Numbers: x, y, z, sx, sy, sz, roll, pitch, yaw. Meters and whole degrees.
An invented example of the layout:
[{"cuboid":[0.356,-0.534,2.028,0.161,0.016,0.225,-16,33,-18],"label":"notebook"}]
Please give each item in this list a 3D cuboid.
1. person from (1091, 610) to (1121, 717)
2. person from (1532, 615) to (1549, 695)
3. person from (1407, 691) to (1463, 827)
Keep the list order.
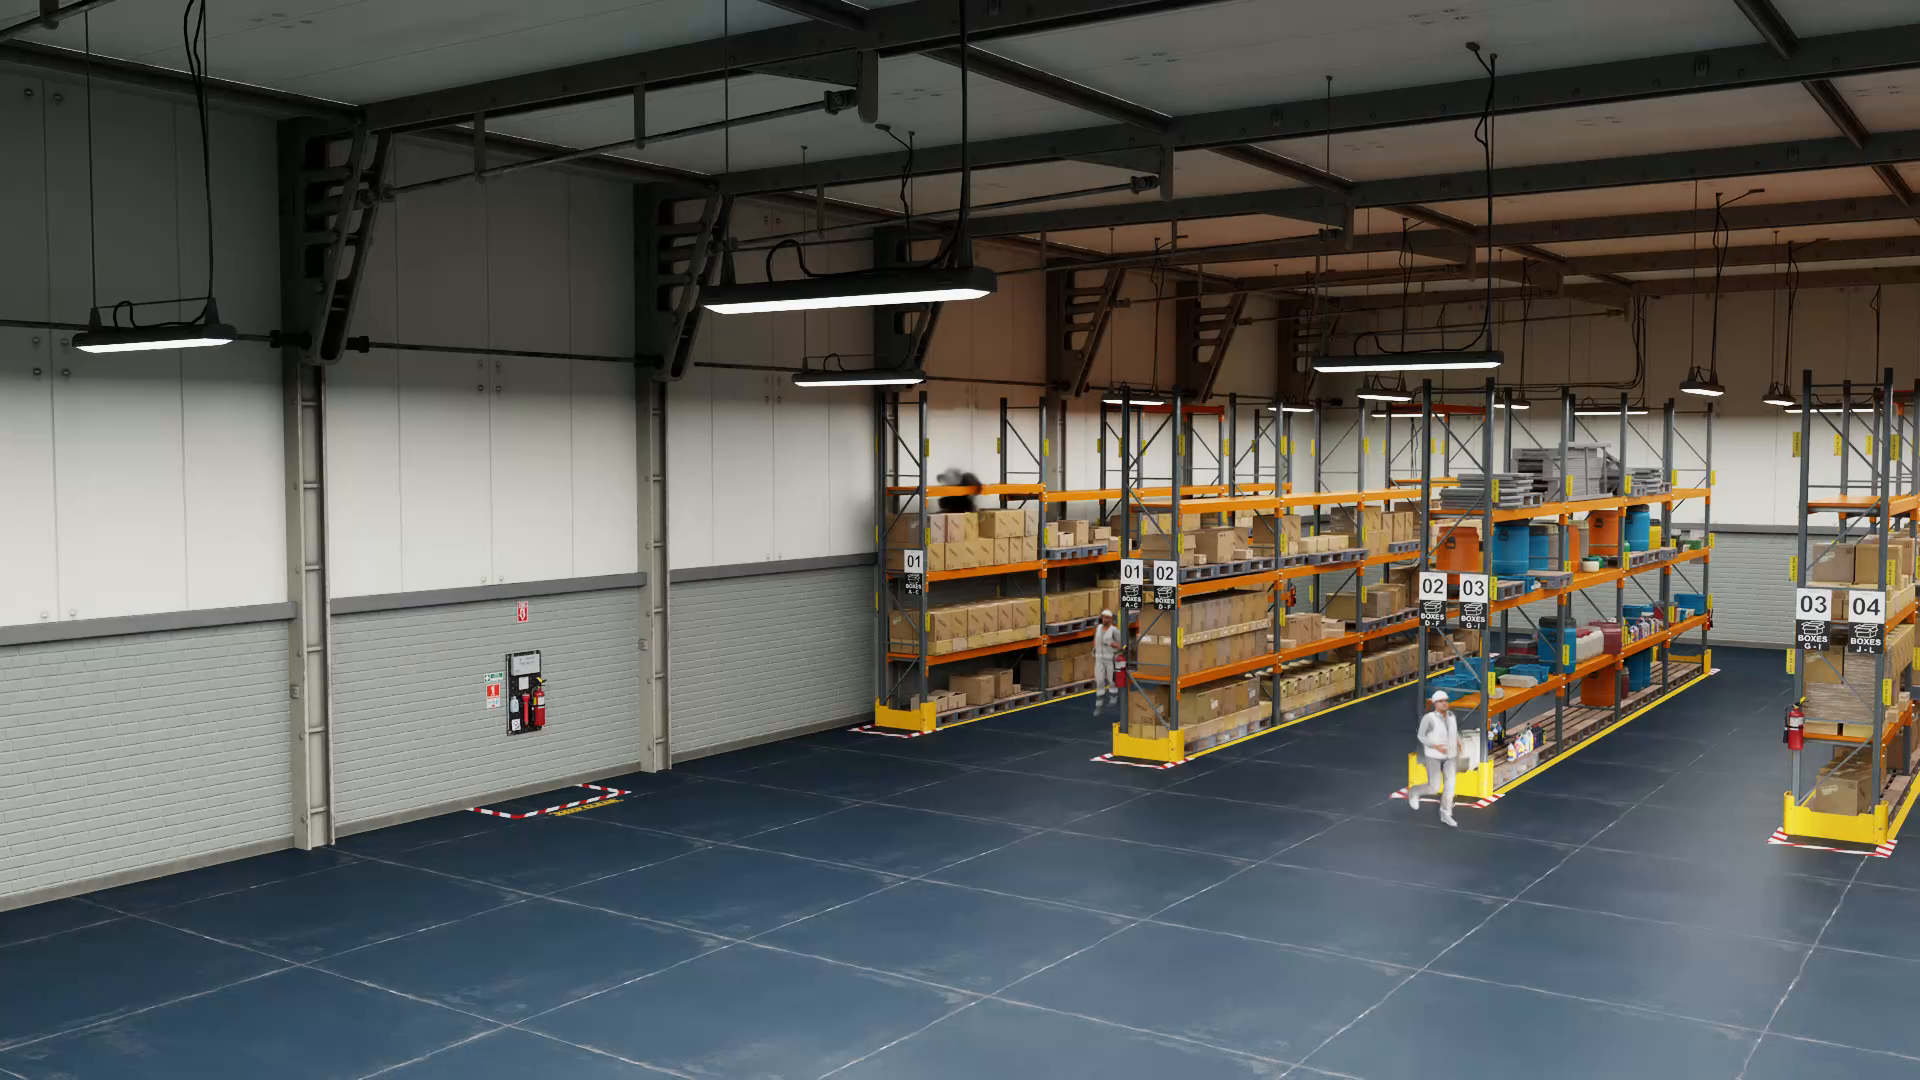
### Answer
[{"cuboid":[2.604,2.202,29.801,0.631,1.899,0.715,2,4,27],"label":"person"},{"cuboid":[11.899,2.337,33.822,0.615,1.605,0.546,2,4,33],"label":"person"},{"cuboid":[6.419,2.898,22.320,0.670,1.771,0.841,-1,3,-19],"label":"person"}]
